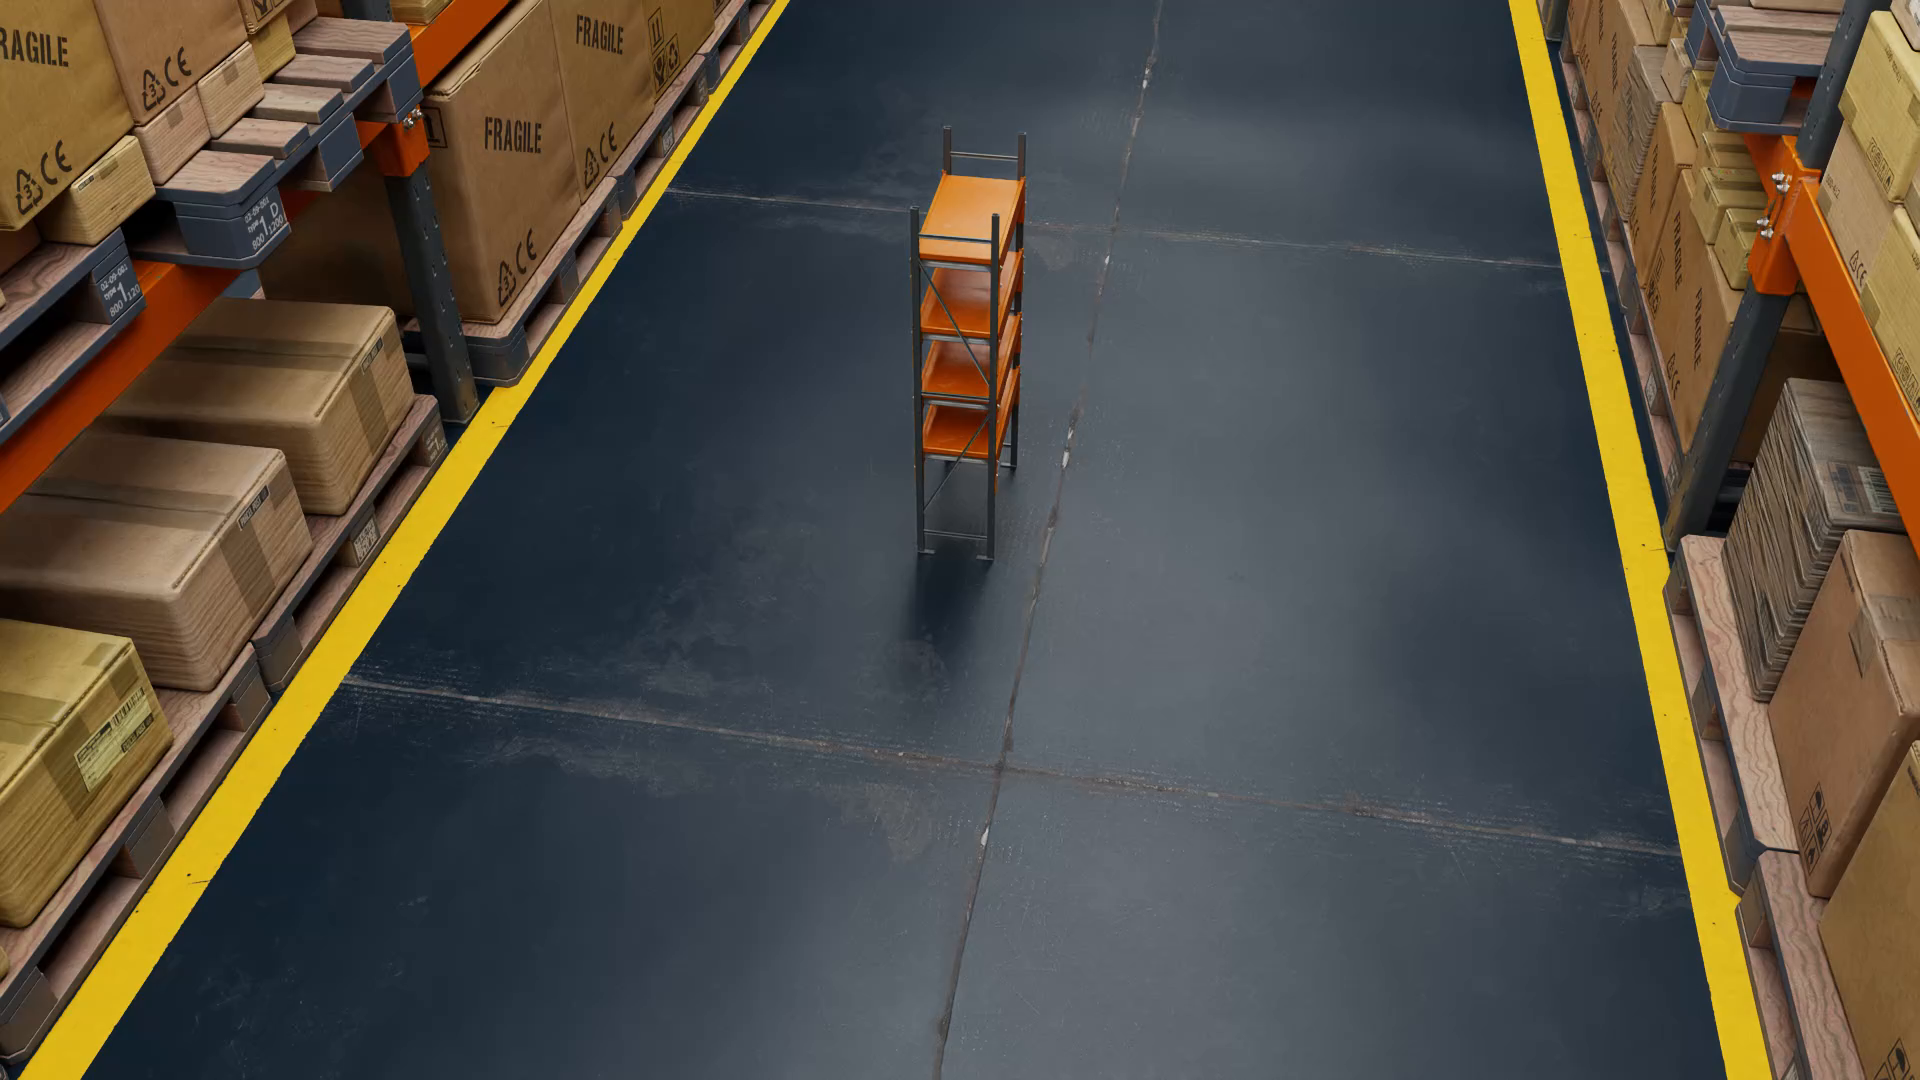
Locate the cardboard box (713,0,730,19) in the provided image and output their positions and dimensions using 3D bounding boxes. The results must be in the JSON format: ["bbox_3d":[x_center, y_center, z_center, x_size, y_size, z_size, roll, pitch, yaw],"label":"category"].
[{"bbox_3d":[-1.515,-3.094,7.976,0.875,0.875,0.875,8,40,9],"label":"cardboard box"}]

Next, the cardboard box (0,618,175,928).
[{"bbox_3d":[-2.543,0.505,4.018,0.950,0.372,0.625,8,40,9],"label":"cardboard box"}]

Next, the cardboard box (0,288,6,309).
[{"bbox_3d":[-2.194,-0.491,3.357,0.380,0.149,0.250,5,40,6],"label":"cardboard box"}]

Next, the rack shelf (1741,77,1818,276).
[{"bbox_3d":[3.057,-2.072,5.966,1.077,0.370,4.000,6,40,8],"label":"rack shelf"}]

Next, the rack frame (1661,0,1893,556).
[{"bbox_3d":[2.710,-1.094,4.219,1.000,3.000,0.127,6,40,8],"label":"rack frame"}]

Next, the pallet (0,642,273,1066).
[{"bbox_3d":[-2.529,0.690,4.250,1.003,0.211,1.213,6,40,8],"label":"pallet"}]

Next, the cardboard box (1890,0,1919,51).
[{"bbox_3d":[2.365,-1.215,3.778,0.380,0.149,0.250,8,40,9],"label":"cardboard box"}]

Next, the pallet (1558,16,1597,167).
[{"bbox_3d":[3.299,-2.015,7.521,1.003,0.211,1.213,6,40,8],"label":"pallet"}]

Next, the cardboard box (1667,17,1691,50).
[{"bbox_3d":[2.896,-1.858,6.266,0.380,0.149,0.250,7,40,8],"label":"cardboard box"}]

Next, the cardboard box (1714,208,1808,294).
[{"bbox_3d":[2.546,-0.880,5.083,0.380,0.149,0.250,5,40,5],"label":"cardboard box"}]

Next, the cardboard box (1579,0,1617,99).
[{"bbox_3d":[3.015,-2.189,7.175,0.500,0.500,0.500,6,40,7],"label":"cardboard box"}]

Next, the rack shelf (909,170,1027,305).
[{"bbox_3d":[0.029,-0.869,4.743,0.258,0.148,0.480,6,40,8],"label":"rack shelf"}]

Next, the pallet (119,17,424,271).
[{"bbox_3d":[-2.197,-1.106,4.384,1.213,0.211,1.003,6,40,8],"label":"pallet"}]

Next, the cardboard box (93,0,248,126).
[{"bbox_3d":[-2.063,-1.312,3.842,0.500,0.500,0.500,6,40,7],"label":"cardboard box"}]

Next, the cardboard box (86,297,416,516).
[{"bbox_3d":[-2.287,-0.434,5.154,0.950,0.372,0.625,4,40,5],"label":"cardboard box"}]

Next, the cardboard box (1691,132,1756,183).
[{"bbox_3d":[2.652,-1.215,5.489,0.380,0.149,0.250,5,40,6],"label":"cardboard box"}]

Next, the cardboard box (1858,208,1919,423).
[{"bbox_3d":[2.301,-0.469,3.581,0.500,0.250,0.500,6,40,7],"label":"cardboard box"}]

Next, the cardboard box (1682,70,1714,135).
[{"bbox_3d":[2.785,-1.532,5.873,0.380,0.149,0.250,6,40,7],"label":"cardboard box"}]

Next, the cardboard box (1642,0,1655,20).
[{"bbox_3d":[2.960,-2.186,6.663,0.380,0.149,0.250,6,40,8],"label":"cardboard box"}]

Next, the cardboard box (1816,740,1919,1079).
[{"bbox_3d":[2.367,0.883,3.362,0.875,0.625,0.625,5,40,6],"label":"cardboard box"}]

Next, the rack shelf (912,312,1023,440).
[{"bbox_3d":[0.029,-0.514,5.036,0.258,0.148,0.480,6,40,8],"label":"rack shelf"}]

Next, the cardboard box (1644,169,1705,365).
[{"bbox_3d":[2.669,-0.894,5.610,0.500,0.500,0.500,6,40,7],"label":"cardboard box"}]

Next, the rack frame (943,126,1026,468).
[{"bbox_3d":[0.071,-0.719,5.179,0.240,1.200,0.015,6,40,8],"label":"rack frame"}]

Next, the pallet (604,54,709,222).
[{"bbox_3d":[-1.755,-1.814,7.278,1.003,0.211,1.213,6,40,8],"label":"pallet"}]

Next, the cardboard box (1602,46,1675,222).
[{"bbox_3d":[2.828,-1.551,6.404,0.500,0.500,0.500,5,40,6],"label":"cardboard box"}]

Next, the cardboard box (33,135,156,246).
[{"bbox_3d":[-2.064,-0.801,3.733,0.380,0.149,0.250,7,40,8],"label":"cardboard box"}]

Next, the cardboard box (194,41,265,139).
[{"bbox_3d":[-1.979,-1.133,4.134,0.380,0.149,0.250,6,40,7],"label":"cardboard box"}]

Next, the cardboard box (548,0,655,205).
[{"bbox_3d":[-1.819,-1.965,6.611,0.875,0.875,0.875,7,40,8],"label":"cardboard box"}]

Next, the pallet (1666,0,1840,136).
[{"bbox_3d":[2.759,-1.453,4.804,1.213,0.211,1.003,6,40,8],"label":"pallet"}]

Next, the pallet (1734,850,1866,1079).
[{"bbox_3d":[2.316,1.257,3.564,1.003,0.211,1.213,6,40,8],"label":"pallet"}]

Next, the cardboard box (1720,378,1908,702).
[{"bbox_3d":[2.589,0.050,4.370,0.875,0.625,0.625,8,40,9],"label":"cardboard box"}]

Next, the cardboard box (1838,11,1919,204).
[{"bbox_3d":[2.368,-0.980,3.806,0.500,0.250,0.500,6,40,8],"label":"cardboard box"}]

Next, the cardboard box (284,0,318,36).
[{"bbox_3d":[-2.004,-1.472,4.544,0.380,0.149,0.250,8,40,9],"label":"cardboard box"}]

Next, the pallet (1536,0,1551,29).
[{"bbox_3d":[3.522,-2.960,8.665,1.003,0.211,1.213,6,40,8],"label":"pallet"}]

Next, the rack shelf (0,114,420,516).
[{"bbox_3d":[-2.525,-0.106,3.589,1.077,0.370,4.000,6,40,8],"label":"rack shelf"}]

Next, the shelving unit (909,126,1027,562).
[{"bbox_3d":[0.029,-0.566,4.993,0.258,1.200,0.503,6,40,8],"label":"shelving unit"}]

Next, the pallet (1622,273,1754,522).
[{"bbox_3d":[2.877,-0.483,5.669,1.003,0.211,1.213,6,40,8],"label":"pallet"}]
